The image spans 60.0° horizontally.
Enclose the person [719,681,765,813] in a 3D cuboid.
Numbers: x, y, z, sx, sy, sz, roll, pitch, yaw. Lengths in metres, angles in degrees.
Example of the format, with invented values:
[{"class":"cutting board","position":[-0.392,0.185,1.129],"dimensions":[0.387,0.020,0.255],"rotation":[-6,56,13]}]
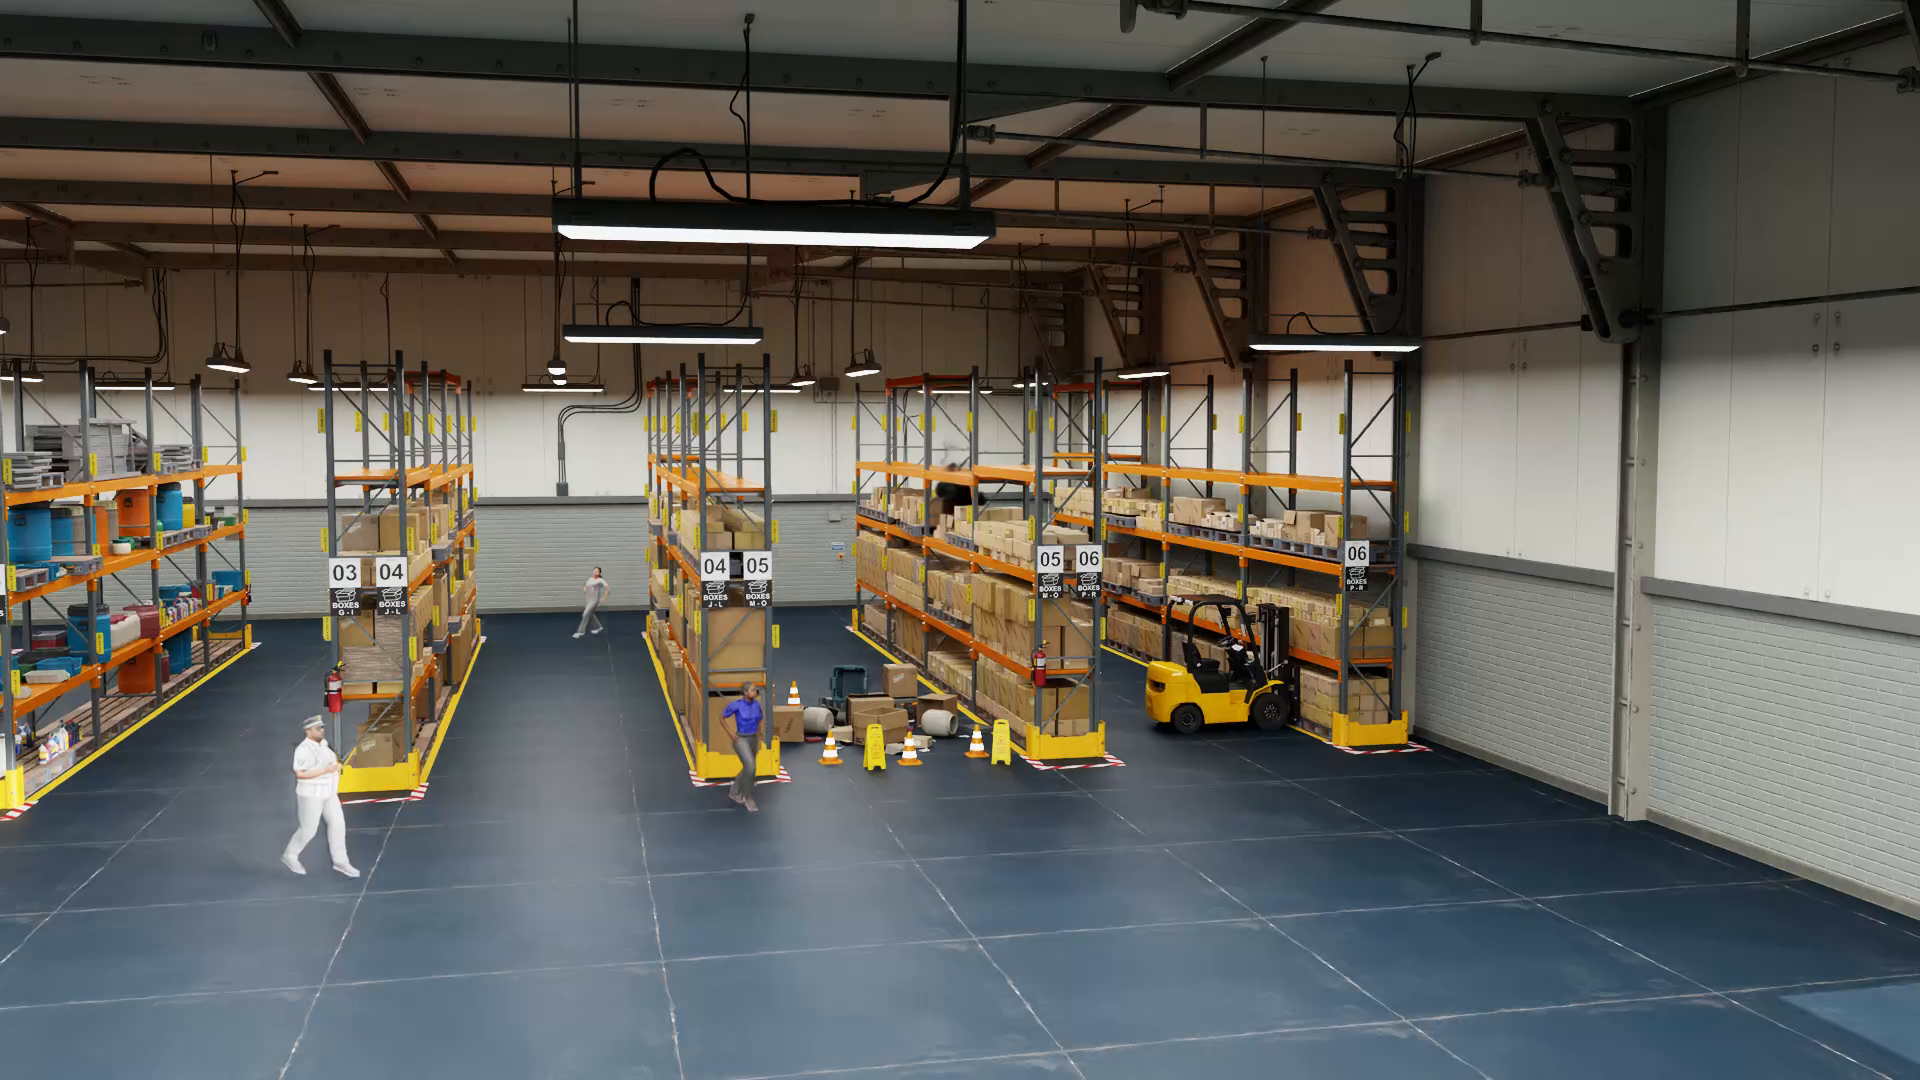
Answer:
[{"class":"person","position":[-2.799,2.683,21.700],"dimensions":[0.708,1.690,0.581],"rotation":[3,5,41]}]

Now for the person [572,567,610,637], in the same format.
[{"class":"person","position":[-8.665,1.441,39.048],"dimensions":[0.605,1.627,0.923],"rotation":[3,5,40]}]

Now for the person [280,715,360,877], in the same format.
[{"class":"person","position":[-7.075,2.814,18.321],"dimensions":[0.894,1.800,0.652],"rotation":[1,4,17]}]
